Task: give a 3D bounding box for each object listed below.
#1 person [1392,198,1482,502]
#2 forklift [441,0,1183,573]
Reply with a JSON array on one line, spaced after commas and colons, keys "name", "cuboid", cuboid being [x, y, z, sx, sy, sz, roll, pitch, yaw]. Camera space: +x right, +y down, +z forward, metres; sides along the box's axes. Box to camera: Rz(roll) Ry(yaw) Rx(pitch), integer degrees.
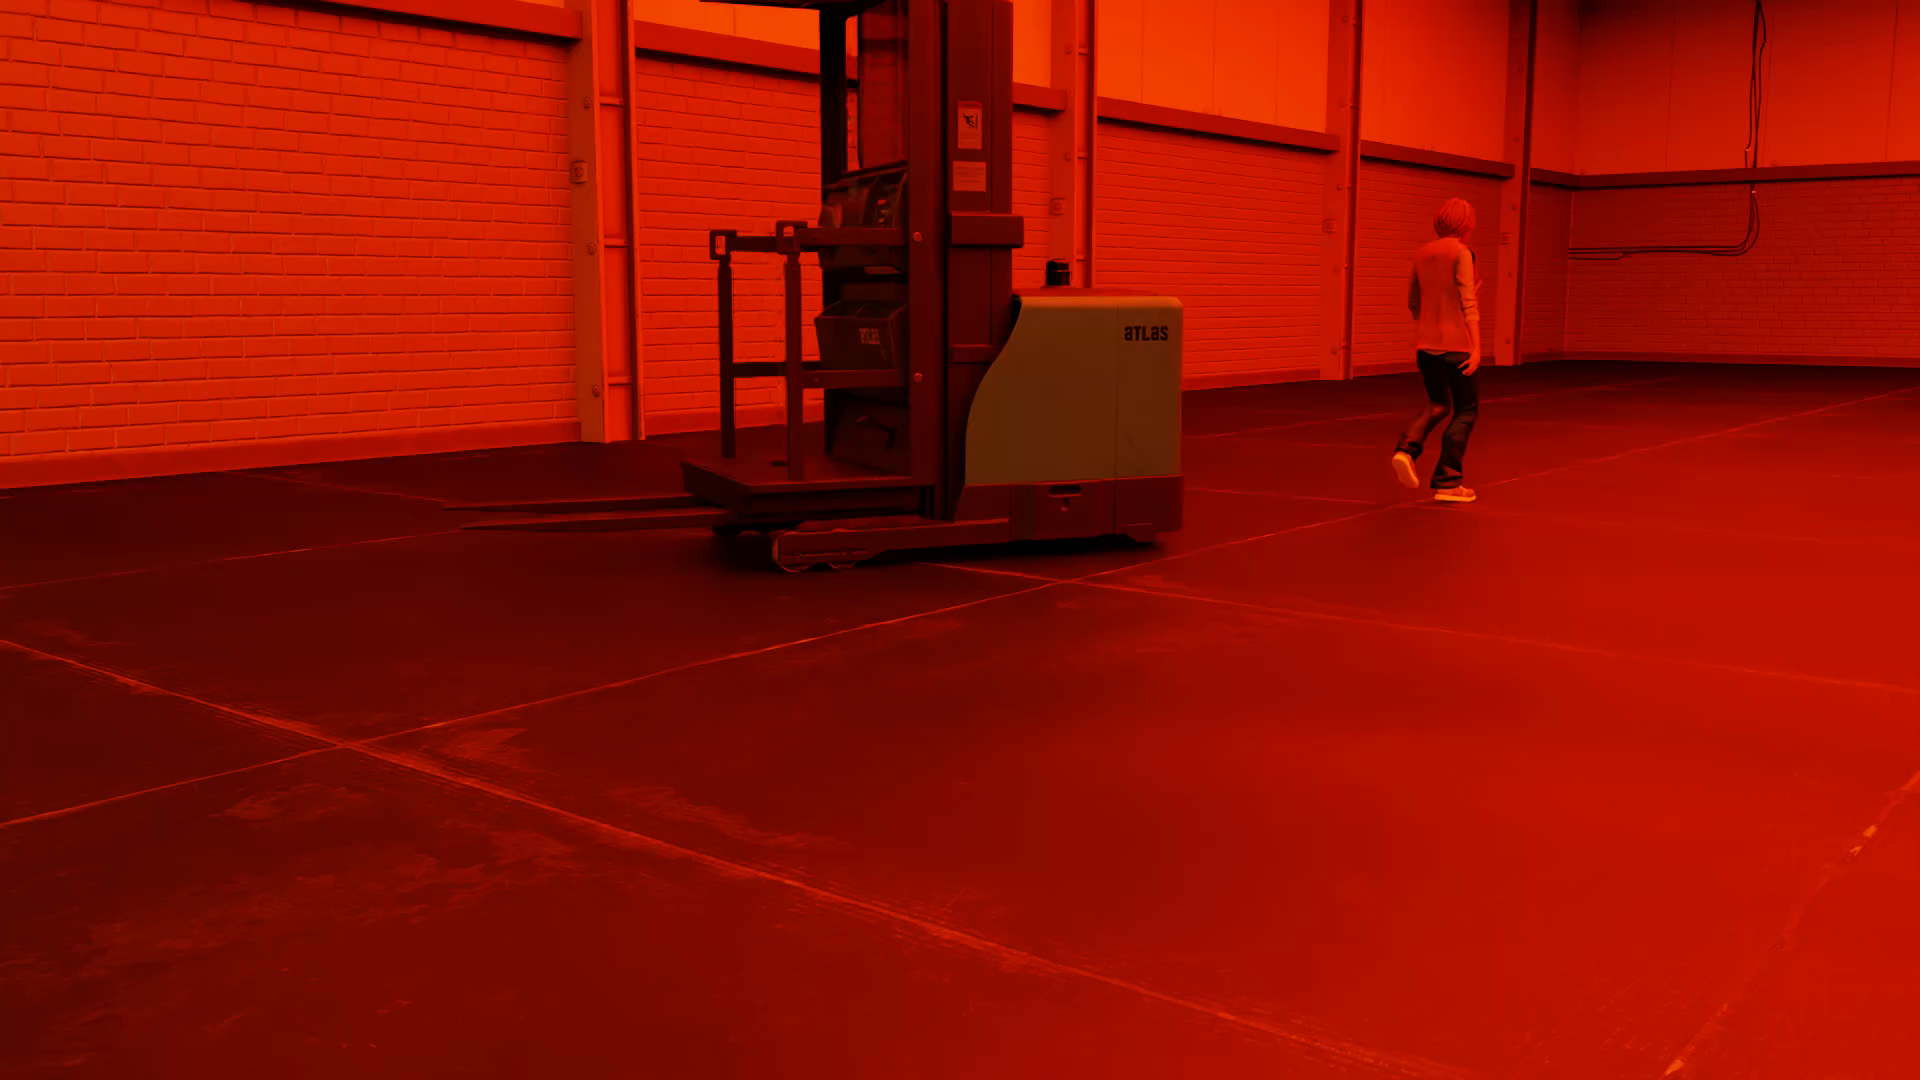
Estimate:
[{"name": "person", "cuboid": [2.526, -0.984, 8.697, 0.443, 1.579, 0.600, -5, 10, -31]}, {"name": "forklift", "cuboid": [-0.595, -1.407, 6.896, 3.031, 2.935, 1.130, -4, 9, -23]}]
